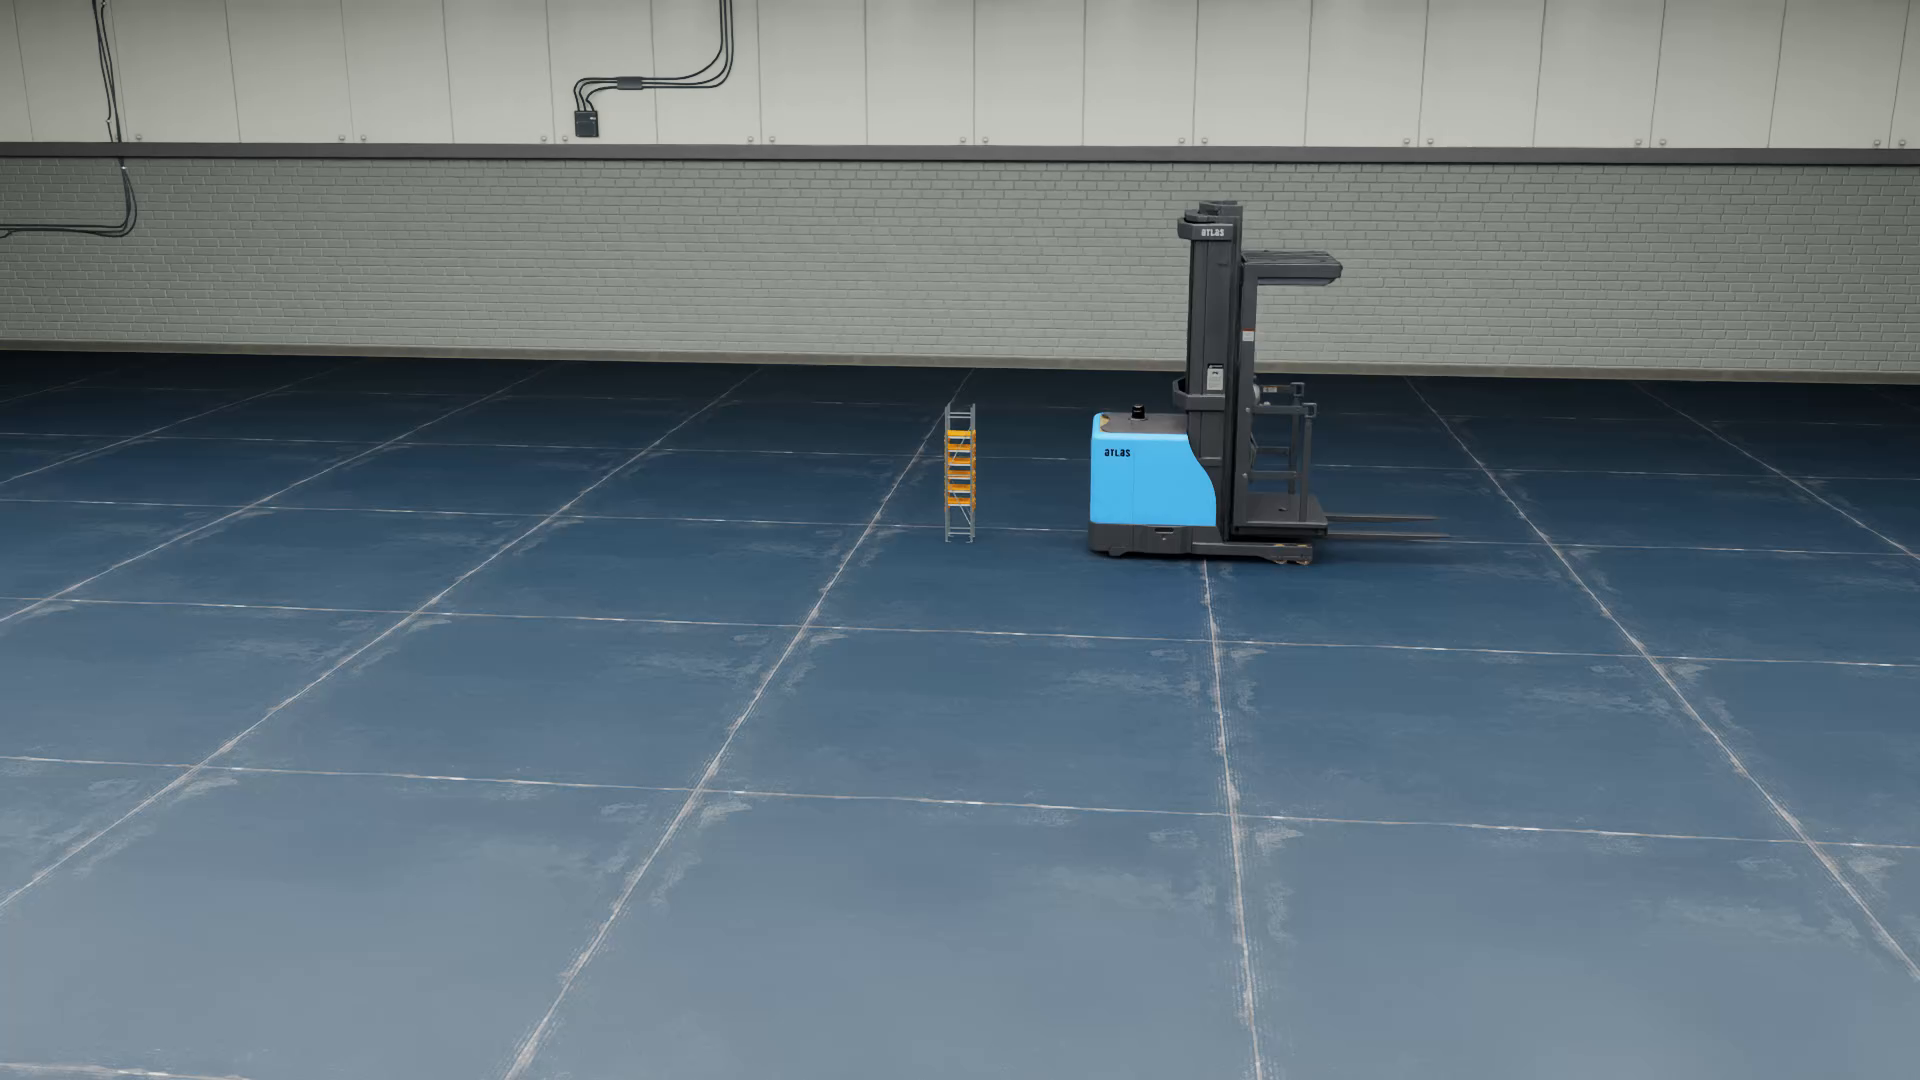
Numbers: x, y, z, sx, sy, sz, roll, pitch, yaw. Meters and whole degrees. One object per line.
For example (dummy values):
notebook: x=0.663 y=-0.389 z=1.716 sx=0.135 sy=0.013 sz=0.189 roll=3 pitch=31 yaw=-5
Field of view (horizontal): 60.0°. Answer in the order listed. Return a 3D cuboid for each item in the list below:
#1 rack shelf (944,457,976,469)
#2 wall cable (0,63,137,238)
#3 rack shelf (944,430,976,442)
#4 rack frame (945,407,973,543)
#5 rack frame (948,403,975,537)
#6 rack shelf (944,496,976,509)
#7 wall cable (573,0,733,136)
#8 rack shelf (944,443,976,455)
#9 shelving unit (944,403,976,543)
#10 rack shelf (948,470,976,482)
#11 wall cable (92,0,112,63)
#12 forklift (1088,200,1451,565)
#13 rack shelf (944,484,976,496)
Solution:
rack shelf: x=0.002 y=-0.656 z=14.500 sx=0.258 sy=0.103 sz=0.180 roll=2 pitch=15 yaw=6
wall cable: x=-13.712 y=-5.717 z=24.512 sx=3.097 sy=2.526 sz=0.112 roll=2 pitch=15 yaw=6
rack shelf: x=0.002 y=-0.888 z=14.437 sx=0.258 sy=0.103 sz=0.180 roll=2 pitch=15 yaw=6
rack frame: x=-0.009 y=-0.559 z=14.432 sx=0.240 sy=1.200 sz=0.006 roll=2 pitch=15 yaw=6
rack frame: x=0.012 y=-0.607 z=14.607 sx=0.240 sy=1.200 sz=0.006 roll=2 pitch=15 yaw=6
rack shelf: x=0.002 y=-0.308 z=14.594 sx=0.258 sy=0.103 sz=0.180 roll=2 pitch=15 yaw=6
wall cable: x=-4.281 y=-8.574 z=22.614 sx=2.305 sy=6.003 sz=0.169 roll=2 pitch=15 yaw=6
rack shelf: x=0.002 y=-0.772 z=14.468 sx=0.258 sy=0.103 sz=0.180 roll=2 pitch=15 yaw=6
shelving unit: x=0.002 y=-0.583 z=14.519 sx=0.258 sy=1.200 sz=0.189 roll=2 pitch=15 yaw=6
rack shelf: x=0.002 y=-0.540 z=14.531 sx=0.258 sy=0.103 sz=0.180 roll=2 pitch=15 yaw=6
wall cable: x=-11.024 y=-8.075 z=23.559 sx=3.097 sy=2.526 sz=0.112 roll=2 pitch=15 yaw=6
forklift: x=2.637 y=-1.354 z=14.054 sx=3.031 sy=2.935 sz=1.130 roll=1 pitch=15 yaw=5
rack shelf: x=0.002 y=-0.424 z=14.562 sx=0.258 sy=0.103 sz=0.180 roll=2 pitch=15 yaw=6
